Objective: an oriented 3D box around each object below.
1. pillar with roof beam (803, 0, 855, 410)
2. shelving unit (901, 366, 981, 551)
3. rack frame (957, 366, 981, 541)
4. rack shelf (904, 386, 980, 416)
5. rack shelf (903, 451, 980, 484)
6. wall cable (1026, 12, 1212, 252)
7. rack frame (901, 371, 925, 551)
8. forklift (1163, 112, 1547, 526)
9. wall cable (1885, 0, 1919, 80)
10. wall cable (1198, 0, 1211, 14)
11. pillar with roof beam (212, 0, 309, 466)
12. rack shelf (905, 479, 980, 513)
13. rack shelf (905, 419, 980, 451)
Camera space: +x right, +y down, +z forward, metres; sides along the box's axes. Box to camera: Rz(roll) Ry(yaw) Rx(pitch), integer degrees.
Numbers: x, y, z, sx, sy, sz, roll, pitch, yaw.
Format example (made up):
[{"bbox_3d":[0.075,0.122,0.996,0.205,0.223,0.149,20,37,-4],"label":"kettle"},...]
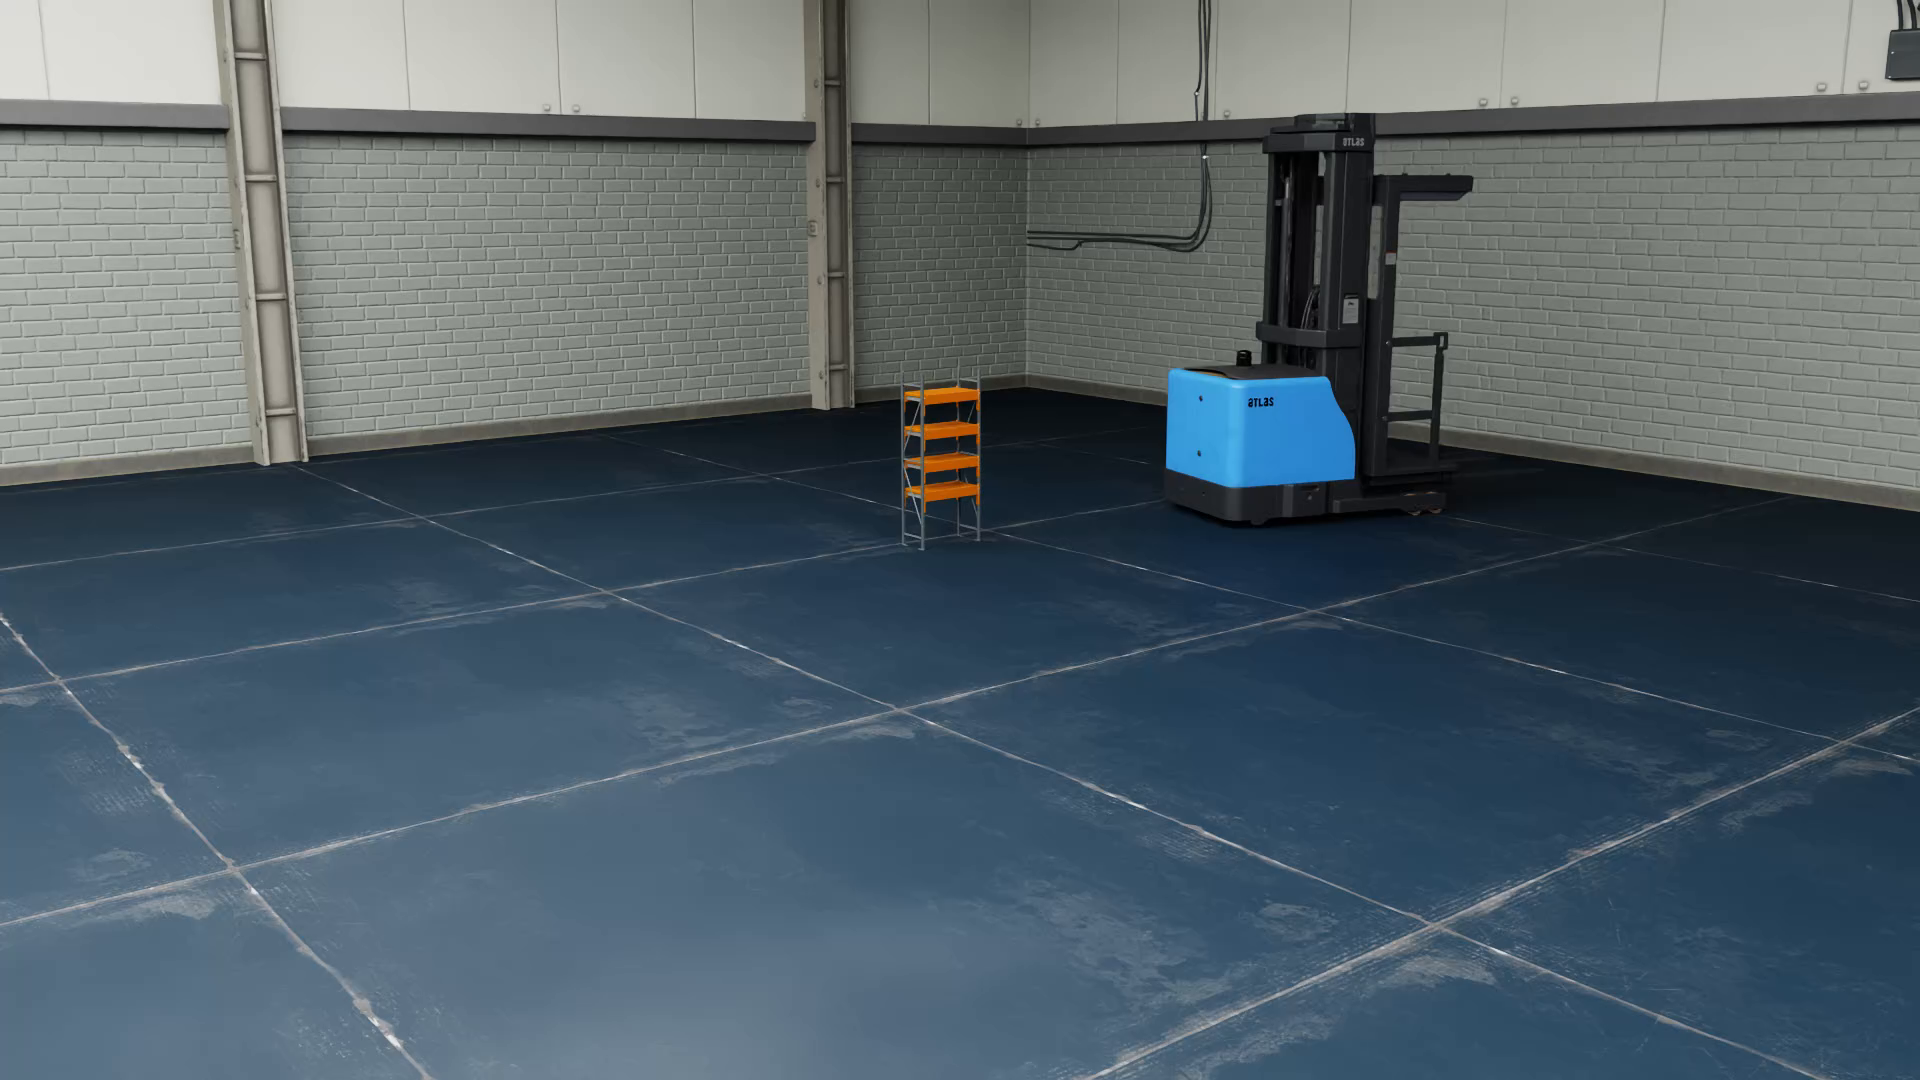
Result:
[{"bbox_3d":[1.265,-5.191,14.413,0.400,9.000,9.100,-9,15,-38],"label":"pillar with roof beam"},{"bbox_3d":[-0.129,-0.565,11.403,0.503,1.200,0.258,-9,15,-38],"label":"shelving unit"},{"bbox_3d":[0.061,-0.597,11.552,0.015,1.200,0.240,-9,15,-38],"label":"rack frame"},{"bbox_3d":[-0.129,-0.950,11.321,0.480,0.148,0.258,-9,15,-38],"label":"rack shelf"},{"bbox_3d":[-0.129,-0.500,11.417,0.480,0.148,0.258,-9,15,-38],"label":"rack shelf"},{"bbox_3d":[1.702,-4.539,18.814,0.112,2.526,3.097,-9,15,-38],"label":"wall cable"},{"bbox_3d":[-0.320,-0.534,11.254,0.015,1.200,0.240,-9,15,-38],"label":"rack frame"},{"bbox_3d":[3.128,-1.713,12.640,3.031,2.935,1.130,-5,13,-22],"label":"forklift"},{"bbox_3d":[7.621,-6.179,10.877,0.169,6.003,2.305,-9,15,-38],"label":"wall cable"},{"bbox_3d":[3.392,-6.570,16.223,0.112,2.526,3.097,-9,15,-38],"label":"wall cable"},{"bbox_3d":[-3.420,-4.413,10.746,0.400,9.000,9.100,-9,15,-38],"label":"pillar with roof beam"},{"bbox_3d":[-0.129,-0.305,11.458,0.480,0.148,0.258,-9,15,-38],"label":"rack shelf"},{"bbox_3d":[-0.129,-0.718,11.371,0.480,0.148,0.258,-9,15,-38],"label":"rack shelf"}]
